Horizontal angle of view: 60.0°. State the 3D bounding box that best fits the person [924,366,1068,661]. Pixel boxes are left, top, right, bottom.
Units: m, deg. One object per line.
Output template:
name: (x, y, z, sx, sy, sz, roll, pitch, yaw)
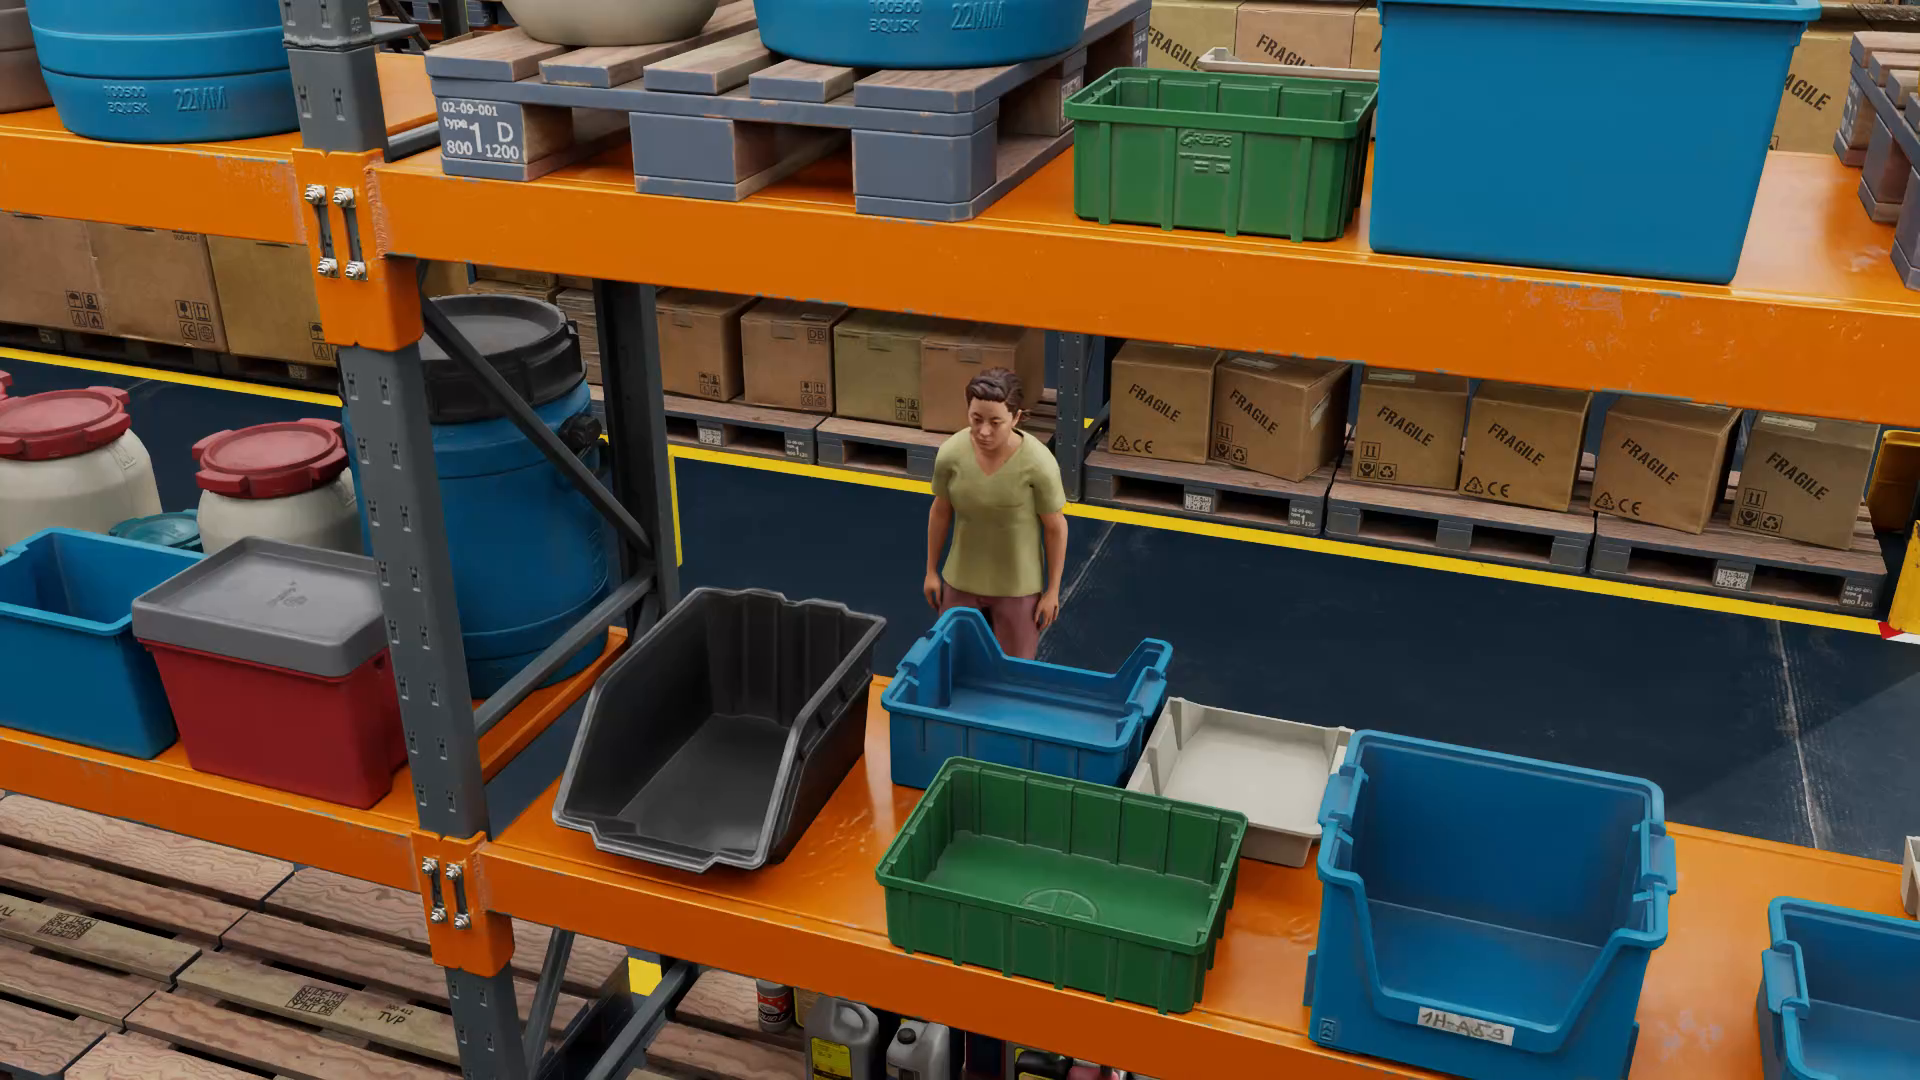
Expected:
person: (0.100, 0.190, 5.720, 0.496, 1.672, 0.412, 8, 27, 17)
